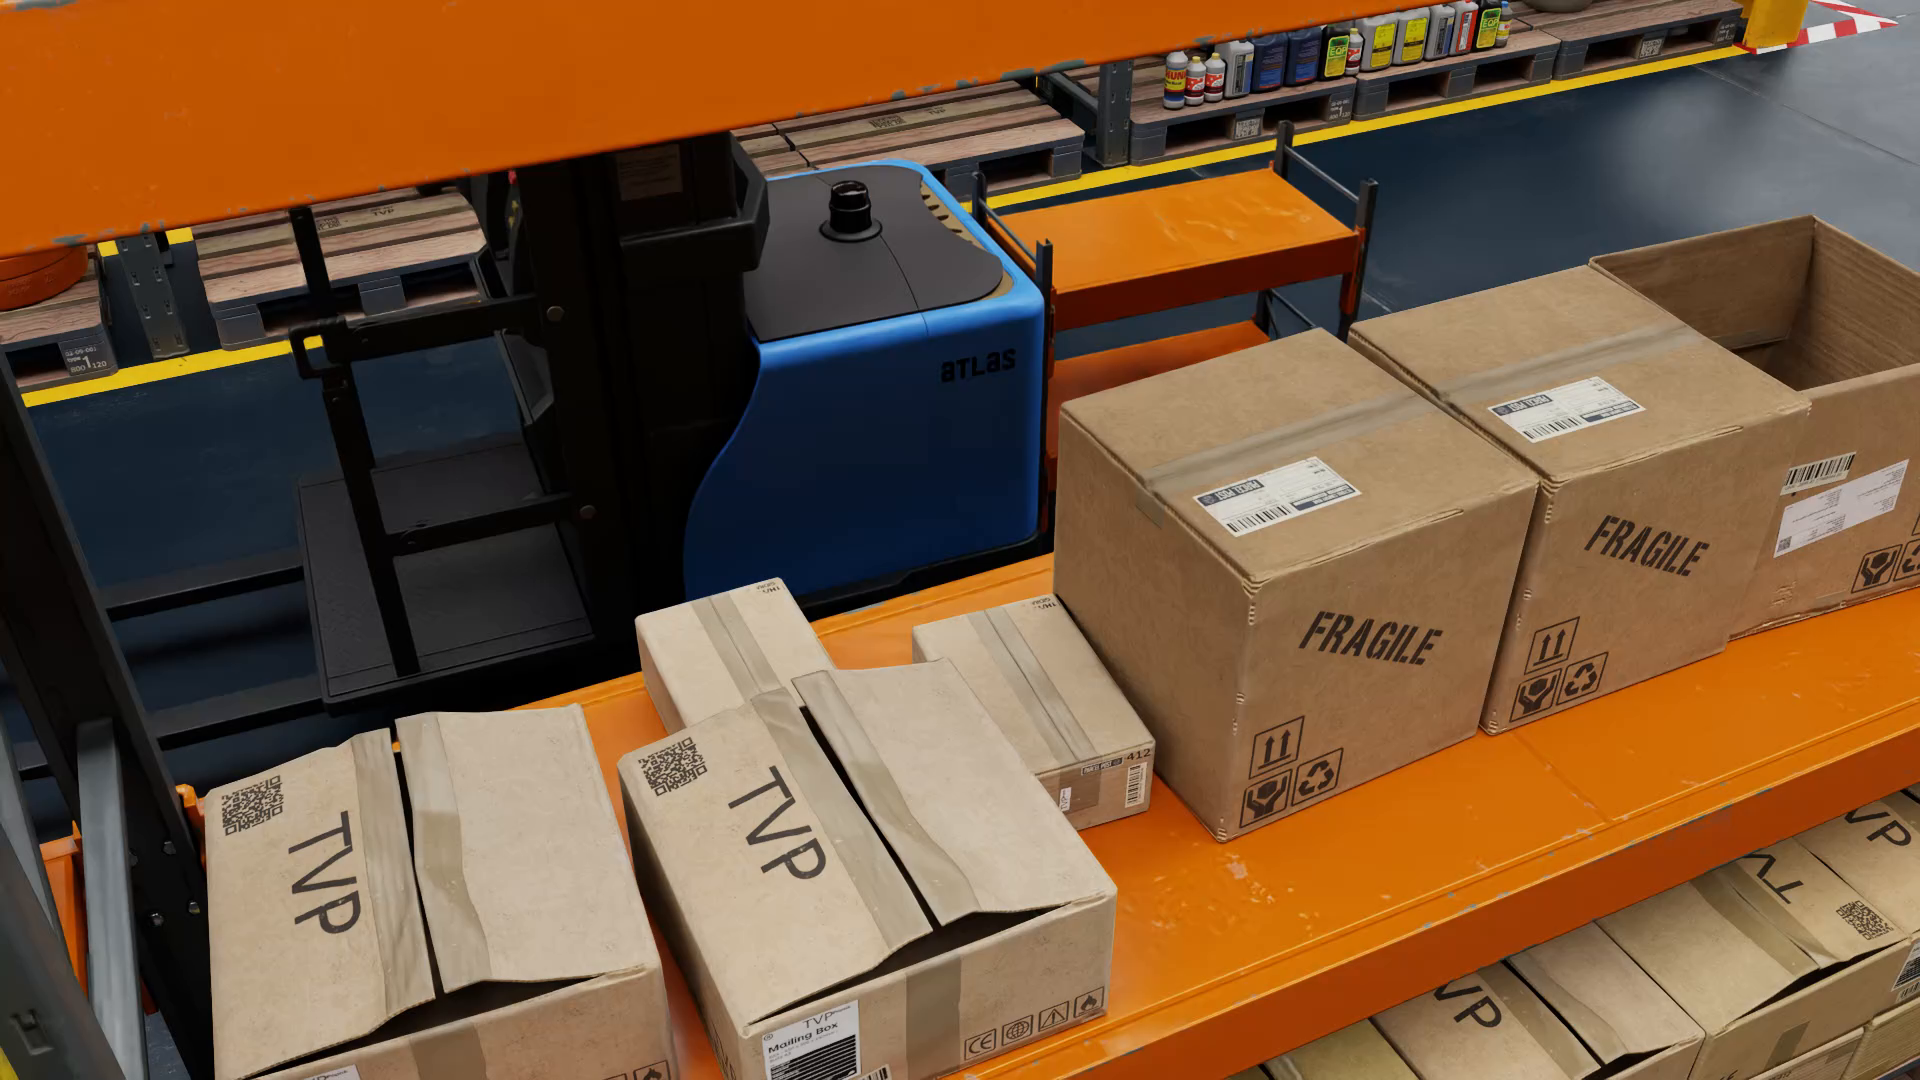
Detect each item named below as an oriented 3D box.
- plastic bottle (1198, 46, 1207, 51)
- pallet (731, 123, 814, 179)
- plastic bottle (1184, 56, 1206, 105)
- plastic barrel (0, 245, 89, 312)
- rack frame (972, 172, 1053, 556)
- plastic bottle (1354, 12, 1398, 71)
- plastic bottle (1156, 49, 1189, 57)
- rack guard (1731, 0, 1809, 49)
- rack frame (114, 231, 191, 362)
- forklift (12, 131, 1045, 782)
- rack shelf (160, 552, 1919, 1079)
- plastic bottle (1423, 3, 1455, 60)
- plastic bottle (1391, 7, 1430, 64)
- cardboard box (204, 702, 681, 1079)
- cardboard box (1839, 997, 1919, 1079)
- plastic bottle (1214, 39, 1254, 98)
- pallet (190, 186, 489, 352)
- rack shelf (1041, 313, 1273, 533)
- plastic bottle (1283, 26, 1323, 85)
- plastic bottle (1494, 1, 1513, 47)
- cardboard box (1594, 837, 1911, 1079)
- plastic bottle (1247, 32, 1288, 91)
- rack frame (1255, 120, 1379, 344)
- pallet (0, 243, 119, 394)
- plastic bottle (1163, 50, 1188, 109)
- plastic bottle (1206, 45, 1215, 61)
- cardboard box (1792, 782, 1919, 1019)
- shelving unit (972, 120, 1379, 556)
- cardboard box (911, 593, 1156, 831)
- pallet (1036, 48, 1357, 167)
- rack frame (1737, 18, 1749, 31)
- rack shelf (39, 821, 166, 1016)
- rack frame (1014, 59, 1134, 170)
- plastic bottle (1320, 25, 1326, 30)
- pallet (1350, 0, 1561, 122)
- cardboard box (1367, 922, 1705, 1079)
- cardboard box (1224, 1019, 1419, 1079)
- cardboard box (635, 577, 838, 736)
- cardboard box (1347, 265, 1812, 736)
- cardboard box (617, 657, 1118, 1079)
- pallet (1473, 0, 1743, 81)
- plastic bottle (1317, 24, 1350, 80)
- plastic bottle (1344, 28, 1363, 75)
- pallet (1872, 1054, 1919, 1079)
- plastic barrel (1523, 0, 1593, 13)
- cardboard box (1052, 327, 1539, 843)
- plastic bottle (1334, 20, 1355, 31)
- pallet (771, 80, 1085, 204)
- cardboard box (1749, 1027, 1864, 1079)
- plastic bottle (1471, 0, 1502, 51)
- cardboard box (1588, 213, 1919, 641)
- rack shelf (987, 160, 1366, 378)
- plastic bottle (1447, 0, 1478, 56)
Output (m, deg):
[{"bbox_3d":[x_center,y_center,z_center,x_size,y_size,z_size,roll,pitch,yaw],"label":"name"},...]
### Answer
[{"bbox_3d":[1.214,-2.536,8.068,0.135,0.276,0.152,-16,39,-20],"label":"plastic bottle"},{"bbox_3d":[-1.307,-1.509,7.107,1.213,0.211,1.003,-16,39,-20],"label":"pallet"},{"bbox_3d":[1.060,-2.082,7.519,0.097,0.201,0.097,0,37,0],"label":"plastic bottle"},{"bbox_3d":[-3.563,-1.311,5.969,0.708,0.830,0.600,-16,39,-20],"label":"plastic barrel"},{"bbox_3d":[0.141,-0.469,4.938,0.032,1.125,0.500,-14,39,-18],"label":"rack frame"},{"bbox_3d":[1.956,-2.408,7.833,0.185,0.351,0.144,-16,39,-20],"label":"plastic bottle"},{"bbox_3d":[1.016,-2.513,7.974,0.185,0.351,0.144,-16,39,-20],"label":"plastic bottle"},{"bbox_3d":[4.066,-3.123,9.041,0.348,0.500,1.175,-16,39,-20],"label":"rack guard"},{"bbox_3d":[-3.127,-2.147,5.627,0.127,3.000,1.000,-16,39,-20],"label":"rack frame"},{"bbox_3d":[-1.332,-0.889,3.988,3.031,2.935,1.130,-14,39,-18],"label":"forklift"},{"bbox_3d":[0.784,0.308,2.921,4.000,0.370,1.077,-16,39,-20],"label":"rack shelf"},{"bbox_3d":[2.273,-2.469,7.978,0.135,0.276,0.152,-17,40,-21],"label":"plastic bottle"},{"bbox_3d":[2.125,-2.455,7.897,0.185,0.351,0.144,-14,39,-18],"label":"plastic bottle"},{"bbox_3d":[-0.678,0.492,2.143,0.500,0.311,0.500,-13,39,-17],"label":"cardboard box"},{"bbox_3d":[1.884,0.837,3.559,0.500,0.250,0.500,-16,40,-21],"label":"cardboard box"},{"bbox_3d":[1.249,-2.183,7.592,0.135,0.276,0.152,-14,39,-18],"label":"plastic bottle"},{"bbox_3d":[-2.409,-1.202,6.694,1.213,0.211,1.003,-16,39,-20],"label":"pallet"},{"bbox_3d":[0.612,-0.386,5.236,1.000,0.278,0.538,-14,39,-18],"label":"rack shelf"},{"bbox_3d":[1.572,-2.301,7.688,0.185,0.351,0.144,-17,40,-22],"label":"plastic bottle"},{"bbox_3d":[2.638,-2.523,8.114,0.097,0.201,0.097,0,37,0],"label":"plastic bottle"},{"bbox_3d":[1.429,0.740,3.219,0.500,0.311,0.500,-16,39,-20],"label":"cardboard box"},{"bbox_3d":[1.401,-2.253,7.624,0.185,0.351,0.144,-15,39,-19],"label":"plastic bottle"},{"bbox_3d":[1.084,-0.696,5.244,0.032,1.125,0.500,-14,39,-18],"label":"rack frame"},{"bbox_3d":[-3.823,-0.805,6.158,1.213,0.211,1.003,-16,39,-20],"label":"pallet"},{"bbox_3d":[0.968,-2.085,7.464,0.097,0.271,0.097,0,37,0],"label":"plastic bottle"},{"bbox_3d":[1.204,-2.243,7.667,0.133,0.283,0.061,-16,39,-20],"label":"plastic bottle"},{"bbox_3d":[1.882,0.615,3.387,0.500,0.311,0.500,-15,39,-19],"label":"cardboard box"},{"bbox_3d":[0.612,-0.582,5.091,1.048,1.125,0.538,-14,39,-18],"label":"shelving unit"},{"bbox_3d":[0.104,0.273,2.575,0.250,0.149,0.380,-13,38,-17],"label":"cardboard box"},{"bbox_3d":[1.119,-2.187,8.021,1.213,0.211,1.003,-16,39,-20],"label":"pallet"},{"bbox_3d":[4.115,-4.172,8.357,0.127,3.000,1.000,-16,39,-20],"label":"rack frame"},{"bbox_3d":[-2.837,1.320,1.556,4.000,0.370,1.077,-16,39,-20],"label":"rack shelf"},{"bbox_3d":[0.494,-3.159,6.992,0.127,3.000,1.000,-16,39,-20],"label":"rack frame"},{"bbox_3d":[1.689,-2.326,7.789,0.097,0.271,0.097,0,37,0],"label":"plastic bottle"},{"bbox_3d":[2.225,-2.498,8.441,1.213,0.211,1.003,-16,39,-20],"label":"pallet"},{"bbox_3d":[0.973,0.866,3.050,0.500,0.311,0.500,-16,39,-21],"label":"cardboard box"},{"bbox_3d":[0.507,0.996,2.874,0.500,0.311,0.500,-17,40,-21],"label":"cardboard box"},{"bbox_3d":[-0.329,0.249,2.607,0.250,0.149,0.380,-16,39,-20],"label":"cardboard box"},{"bbox_3d":[0.963,-0.082,2.758,0.500,0.500,0.500,-16,39,-20],"label":"cardboard box"},{"bbox_3d":[-0.134,0.439,2.215,0.500,0.311,0.500,-16,39,-20],"label":"cardboard box"},{"bbox_3d":[3.328,-2.805,8.854,1.213,0.211,1.003,-16,39,-20],"label":"pallet"},{"bbox_3d":[1.739,-2.293,7.734,0.133,0.283,0.061,-14,39,-18],"label":"plastic bottle"},{"bbox_3d":[1.838,-2.300,7.812,0.097,0.201,0.097,0,37,0],"label":"plastic bottle"},{"bbox_3d":[1.945,0.840,3.940,1.213,0.211,1.003,-16,39,-20],"label":"pallet"},{"bbox_3d":[3.098,-3.007,8.522,0.421,0.512,0.421,0,37,0],"label":"plastic barrel"},{"bbox_3d":[0.486,0.052,2.579,0.500,0.500,0.500,-18,40,-22],"label":"cardboard box"},{"bbox_3d":[1.871,-2.452,7.955,0.135,0.276,0.152,-16,39,-20],"label":"plastic bottle"},{"bbox_3d":[-0.201,-1.820,7.526,1.213,0.211,1.003,-16,39,-20],"label":"pallet"},{"bbox_3d":[1.421,0.967,3.385,0.500,0.250,0.500,-15,39,-19],"label":"cardboard box"},{"bbox_3d":[2.540,-2.517,8.036,0.133,0.283,0.061,-15,39,-19],"label":"plastic bottle"},{"bbox_3d":[1.416,-0.209,2.929,0.500,0.500,0.500,-13,38,-17],"label":"cardboard box"},{"bbox_3d":[0.612,-0.817,4.916,1.000,0.278,0.538,-14,39,-18],"label":"rack shelf"},{"bbox_3d":[2.399,-2.504,8.026,0.135,0.276,0.152,-15,39,-20],"label":"plastic bottle"}]
